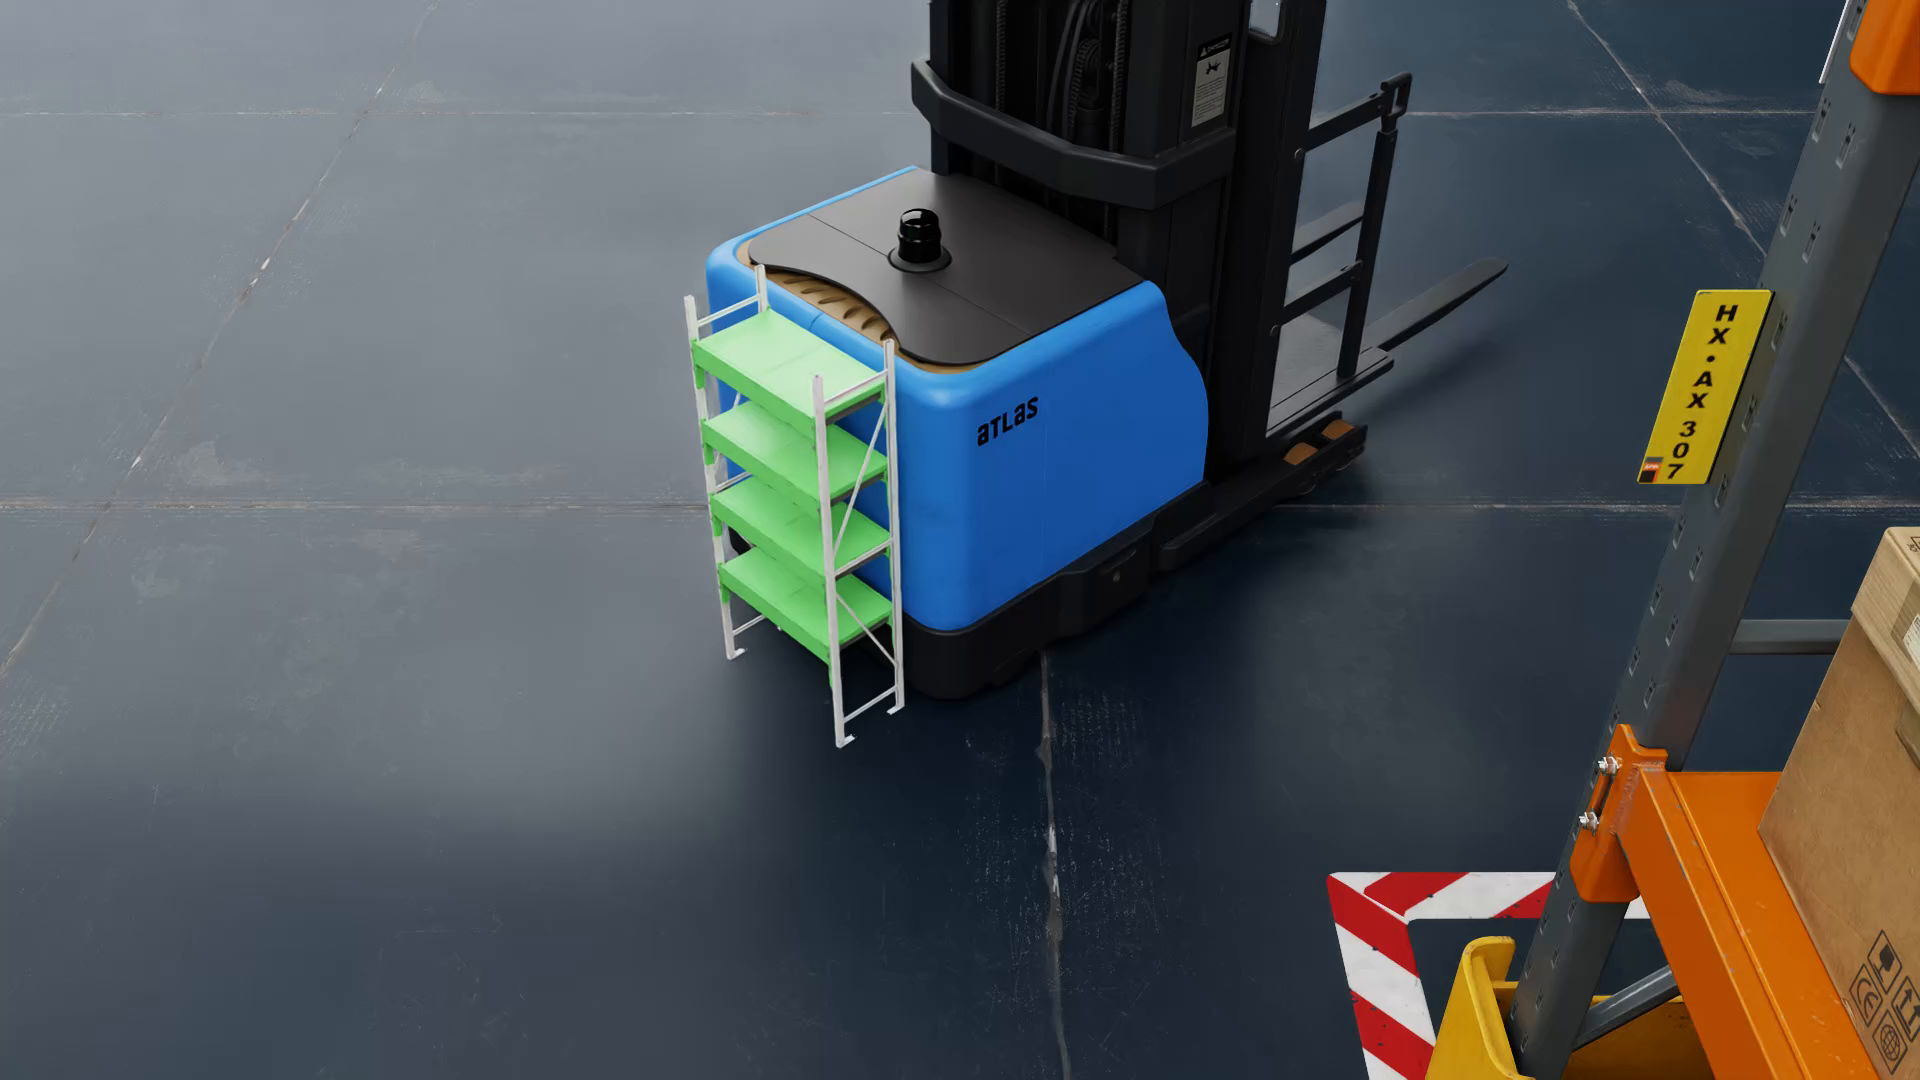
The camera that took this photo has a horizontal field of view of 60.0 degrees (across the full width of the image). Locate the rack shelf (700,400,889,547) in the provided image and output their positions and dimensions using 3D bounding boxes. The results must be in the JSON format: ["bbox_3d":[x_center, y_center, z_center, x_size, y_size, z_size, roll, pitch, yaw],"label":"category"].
[{"bbox_3d":[-0.416,-0.201,4.260,0.258,0.148,0.480,-31,48,-33],"label":"rack shelf"}]

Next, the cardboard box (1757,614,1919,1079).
[{"bbox_3d":[1.595,0.413,2.255,0.700,0.500,0.500,0,39,0],"label":"cardboard box"}]

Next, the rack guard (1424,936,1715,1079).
[{"bbox_3d":[1.607,1.121,3.451,1.175,0.500,0.348,0,39,0],"label":"rack guard"}]

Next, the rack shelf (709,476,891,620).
[{"bbox_3d":[-0.416,-0.014,4.410,0.258,0.148,0.480,-31,48,-33],"label":"rack shelf"}]

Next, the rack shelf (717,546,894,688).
[{"bbox_3d":[-0.416,0.174,4.560,0.258,0.148,0.480,-31,48,-33],"label":"rack shelf"}]

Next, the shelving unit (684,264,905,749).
[{"bbox_3d":[-0.416,-0.064,4.370,0.258,1.200,0.503,-31,48,-33],"label":"shelving unit"}]

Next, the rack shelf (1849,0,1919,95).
[{"bbox_3d":[1.609,0.521,0.377,1.077,0.370,4.000,0,39,0],"label":"rack shelf"}]

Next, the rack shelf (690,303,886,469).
[{"bbox_3d":[-0.416,-0.388,4.110,0.258,0.148,0.480,-31,48,-33],"label":"rack shelf"}]

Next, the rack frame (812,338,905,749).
[{"bbox_3d":[-0.247,0.047,4.232,0.240,1.200,0.015,-31,48,-33],"label":"rack frame"}]

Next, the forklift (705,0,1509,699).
[{"bbox_3d":[0.708,-1.506,4.786,3.031,2.935,1.130,-30,48,-32],"label":"forklift"}]

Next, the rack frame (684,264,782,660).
[{"bbox_3d":[-0.584,-0.174,4.508,0.240,1.200,0.015,-31,48,-33],"label":"rack frame"}]

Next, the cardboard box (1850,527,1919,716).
[{"bbox_3d":[1.392,0.114,2.111,0.380,0.149,0.250,0,39,0],"label":"cardboard box"}]

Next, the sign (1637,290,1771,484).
[{"bbox_3d":[1.052,-0.212,2.360,0.100,0.325,0.005,0,39,0],"label":"sign"}]

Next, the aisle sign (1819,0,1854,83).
[{"bbox_3d":[1.301,-0.895,1.889,0.394,0.787,0.004,0,39,0],"label":"aisle sign"}]

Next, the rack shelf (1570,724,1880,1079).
[{"bbox_3d":[1.609,1.692,1.315,1.077,0.370,4.000,0,39,0],"label":"rack shelf"}]
